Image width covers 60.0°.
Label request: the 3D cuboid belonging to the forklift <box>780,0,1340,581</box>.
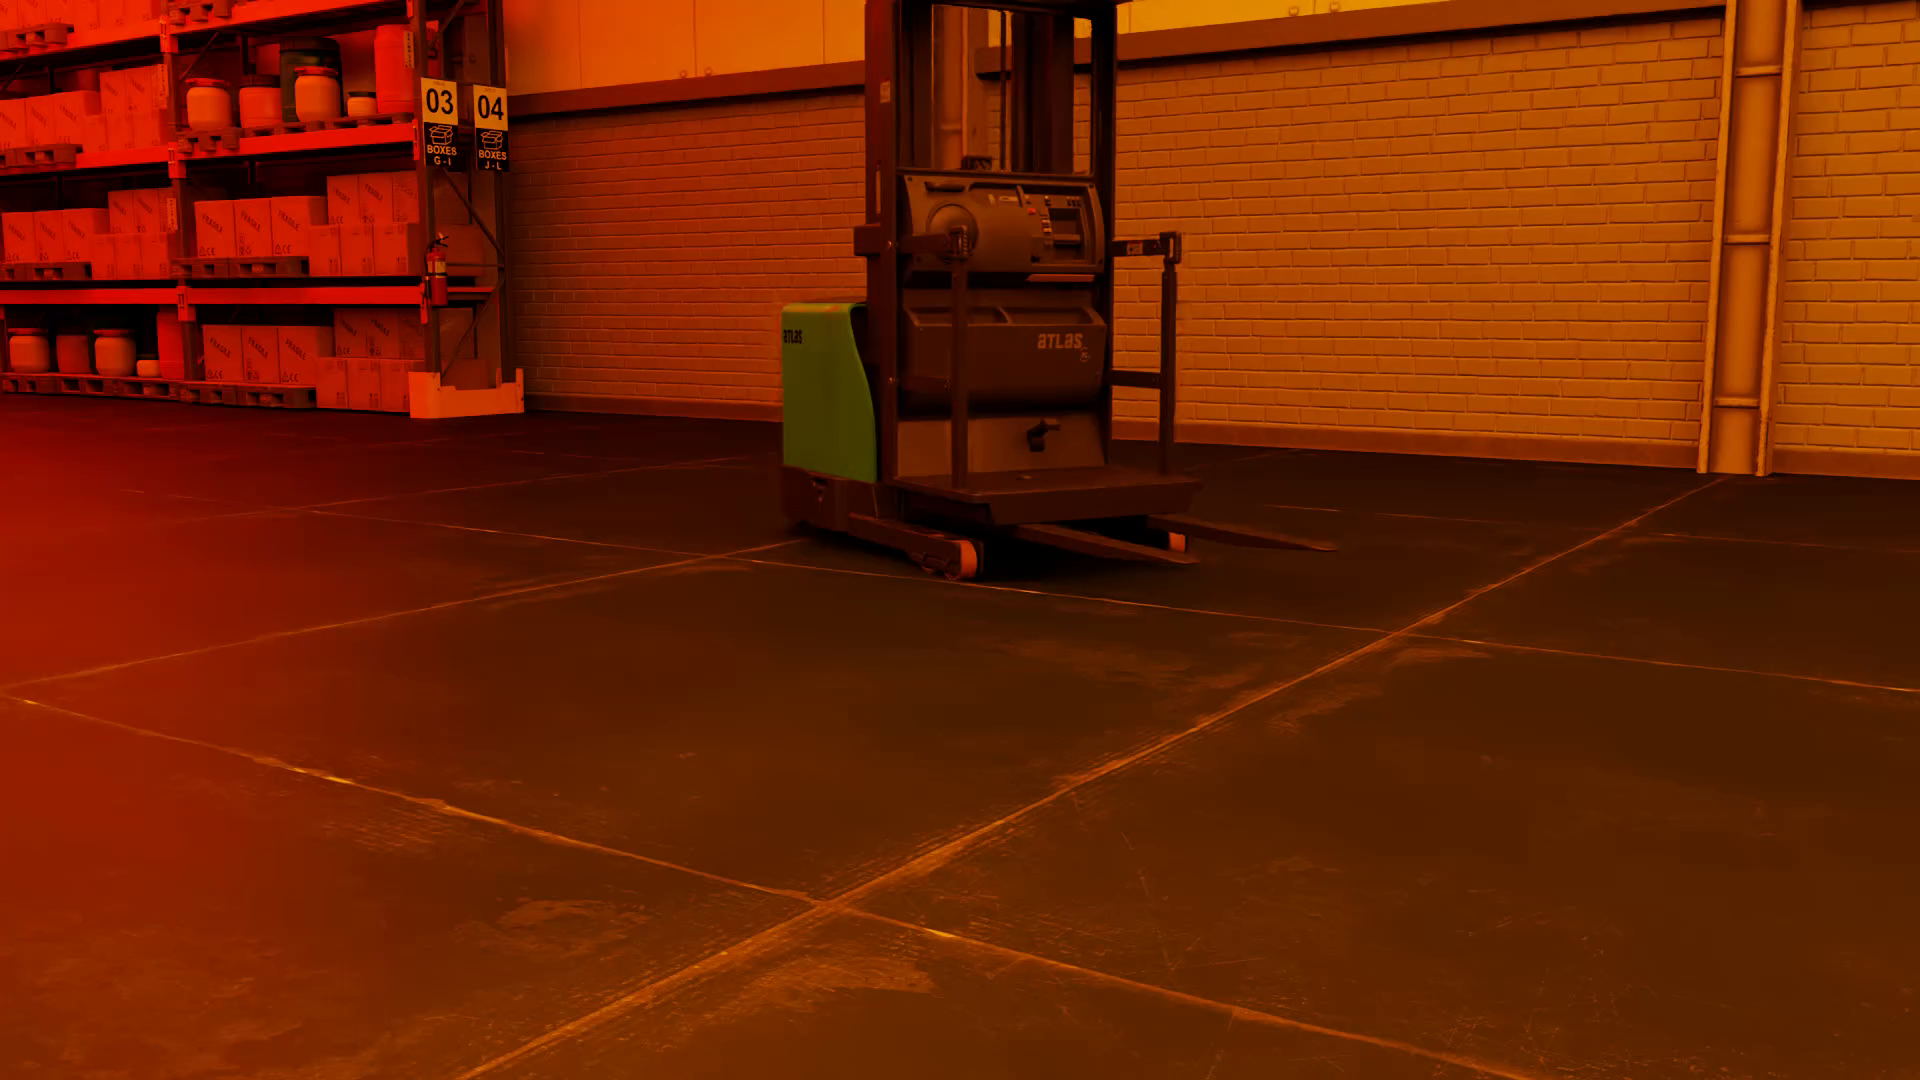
[{"bbox_3d":[0.299,-1.362,6.773,1.130,2.935,3.031,-4,9,-29],"label":"forklift"}]
